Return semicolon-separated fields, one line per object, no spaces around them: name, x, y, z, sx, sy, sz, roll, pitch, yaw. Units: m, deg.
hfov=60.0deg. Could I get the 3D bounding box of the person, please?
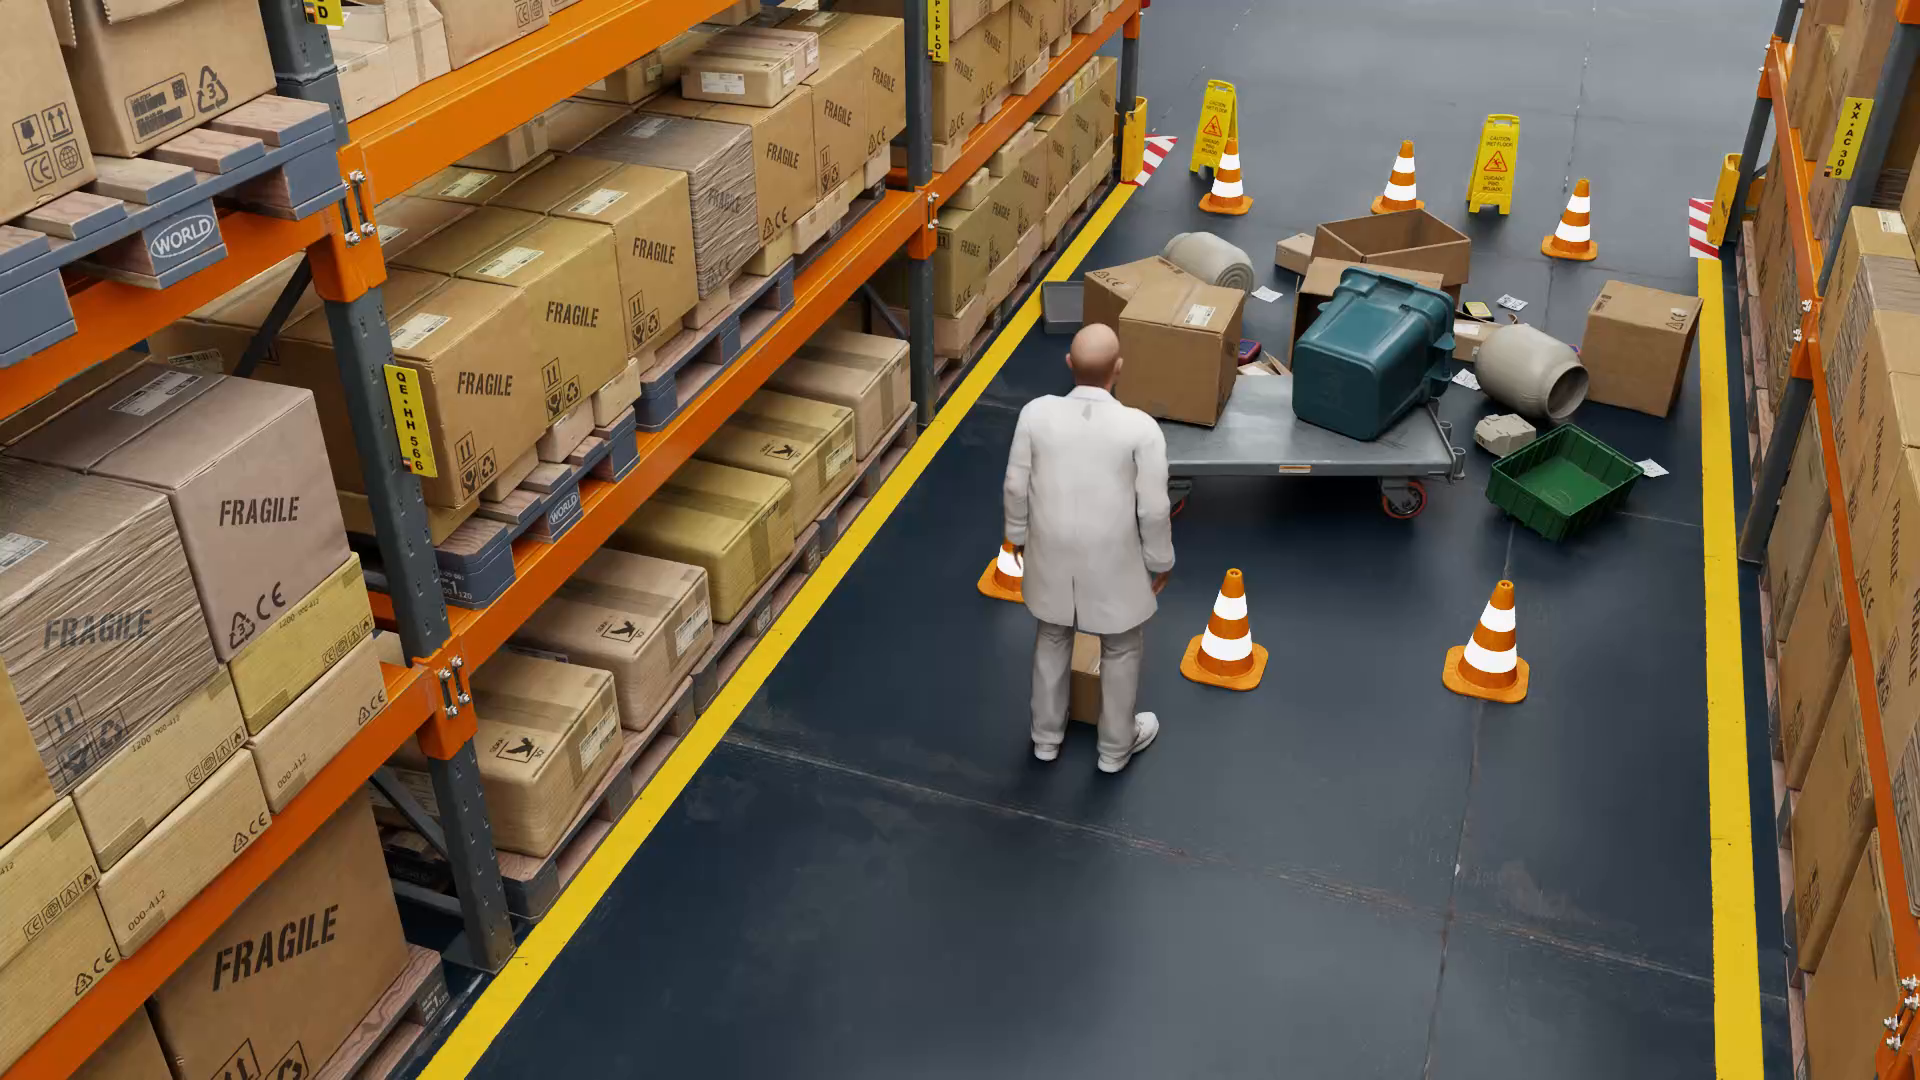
person;0.467;0.049;6.076;0.643;1.774;0.423;11;34;17
